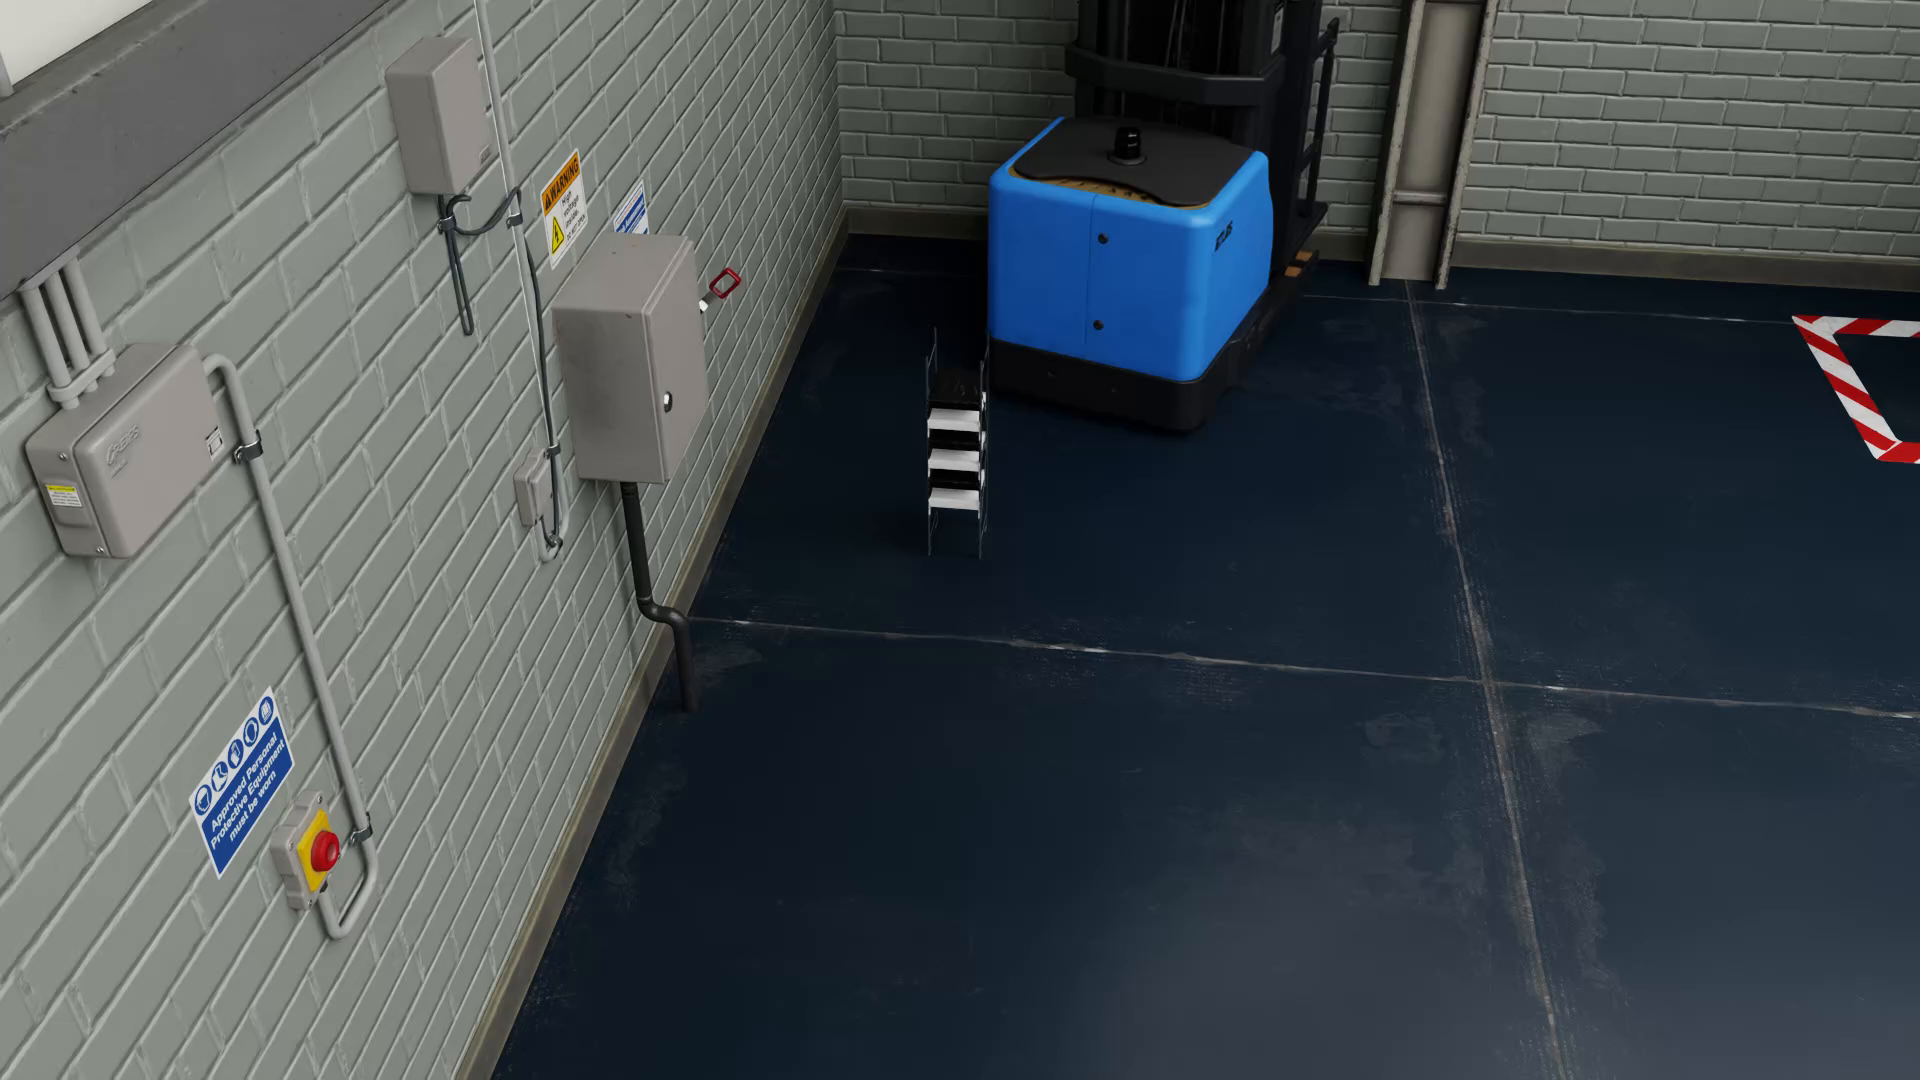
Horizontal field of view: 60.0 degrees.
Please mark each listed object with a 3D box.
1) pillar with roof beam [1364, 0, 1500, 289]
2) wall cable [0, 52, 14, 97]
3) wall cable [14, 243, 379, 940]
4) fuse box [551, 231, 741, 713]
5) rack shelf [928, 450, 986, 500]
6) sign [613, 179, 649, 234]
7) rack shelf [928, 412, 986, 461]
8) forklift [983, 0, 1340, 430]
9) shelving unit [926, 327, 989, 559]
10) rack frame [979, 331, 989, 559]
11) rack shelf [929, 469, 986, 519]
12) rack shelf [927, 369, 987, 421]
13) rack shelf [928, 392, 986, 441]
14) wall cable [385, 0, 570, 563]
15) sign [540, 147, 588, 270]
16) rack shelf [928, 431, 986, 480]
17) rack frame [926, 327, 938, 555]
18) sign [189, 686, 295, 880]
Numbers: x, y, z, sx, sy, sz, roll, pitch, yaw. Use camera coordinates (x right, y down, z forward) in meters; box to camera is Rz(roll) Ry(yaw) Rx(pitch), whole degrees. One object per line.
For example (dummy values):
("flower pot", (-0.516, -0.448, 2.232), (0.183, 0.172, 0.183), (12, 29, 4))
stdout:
("pillar with roof beam", (1.776, -2.576, 2.614), (0.400, 9.000, 9.100), (4, 36, 6))
("wall cable", (-1.422, -1.736, 1.437), (0.029, 3.000, 0.463), (4, 36, 6))
("wall cable", (-1.340, 0.134, 3.078), (0.123, 1.953, 0.585), (4, 36, 6))
("fuse box", (-0.928, -0.115, 5.438), (0.414, 1.711, 0.539), (4, 36, 6))
("rack shelf", (-0.008, -0.267, 6.561), (0.200, 0.077, 0.258), (4, 36, 6))
("sign", (-1.070, -0.900, 5.511), (0.001, 0.494, 0.329), (4, 36, 6))
("rack shelf", (-0.008, -0.413, 6.457), (0.200, 0.077, 0.258), (4, 36, 6))
("forklift", (1.203, -2.519, 7.757), (1.130, 2.935, 3.031), (16, 38, 21))
("shelving unit", (-0.008, -0.367, 6.489), (0.210, 0.900, 0.258), (4, 36, 6))
("rack frame", (0.093, -0.359, 6.479), (0.006, 0.900, 0.240), (4, 36, 6))
("rack shelf", (-0.008, -0.193, 6.613), (0.200, 0.077, 0.258), (4, 36, 6))
("rack shelf", (-0.008, -0.560, 6.352), (0.200, 0.077, 0.258), (4, 36, 6))
("rack shelf", (-0.008, -0.486, 6.404), (0.200, 0.077, 0.258), (4, 36, 6))
("wall cable", (-1.171, -0.671, 4.234), (0.122, 1.984, 0.588), (4, 36, 6))
("sign", (-1.140, -0.959, 4.800), (0.001, 0.242, 0.339), (4, 36, 6))
("rack shelf", (-0.008, -0.340, 6.509), (0.200, 0.077, 0.258), (4, 36, 6))
("rack frame", (-0.109, -0.374, 6.500), (0.006, 0.900, 0.240), (4, 36, 6))
("sign", (-1.407, 0.474, 3.272), (0.001, 0.218, 0.327), (4, 36, 6))
